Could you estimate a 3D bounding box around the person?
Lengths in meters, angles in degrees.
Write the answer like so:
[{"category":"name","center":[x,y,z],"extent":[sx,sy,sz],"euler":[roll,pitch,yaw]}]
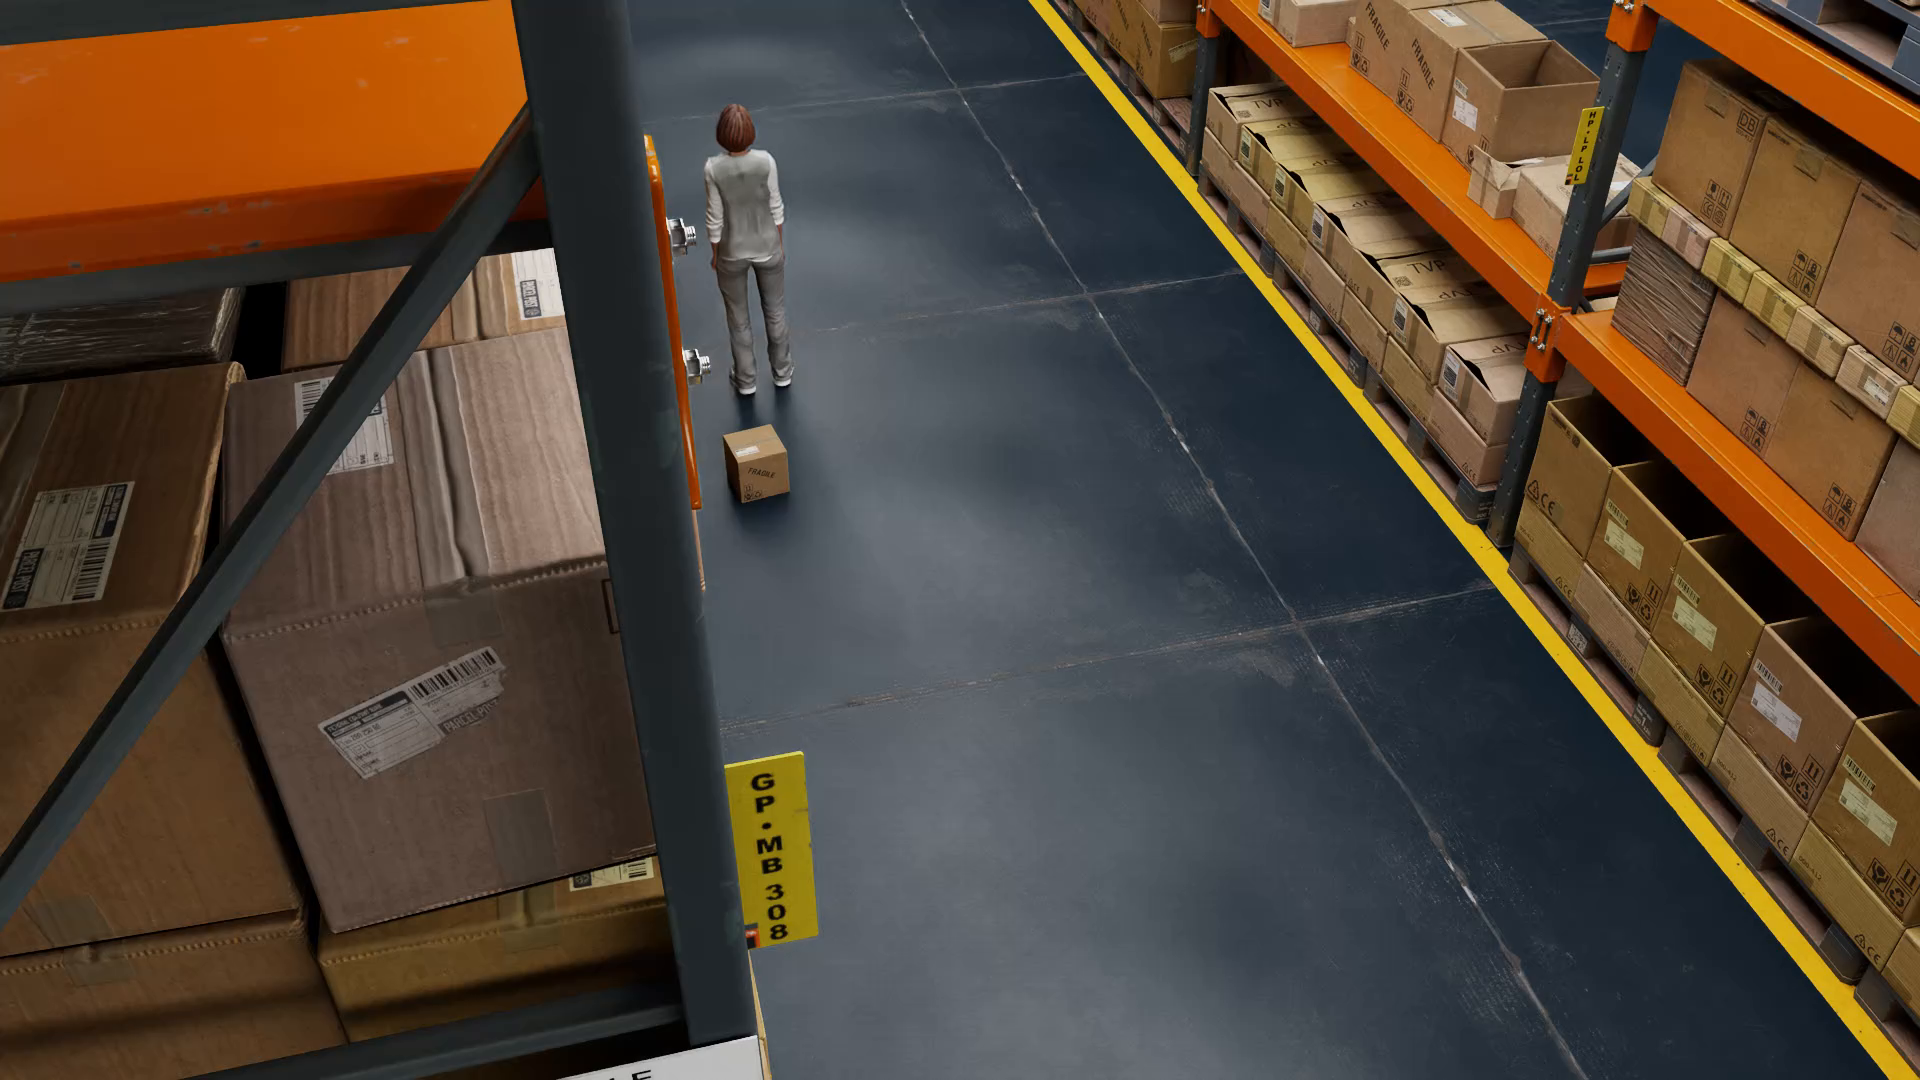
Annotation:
[{"category":"person","center":[-1.085,-1.474,8.496],"extent":[0.409,1.602,0.330],"euler":[-10,40,-13]}]
